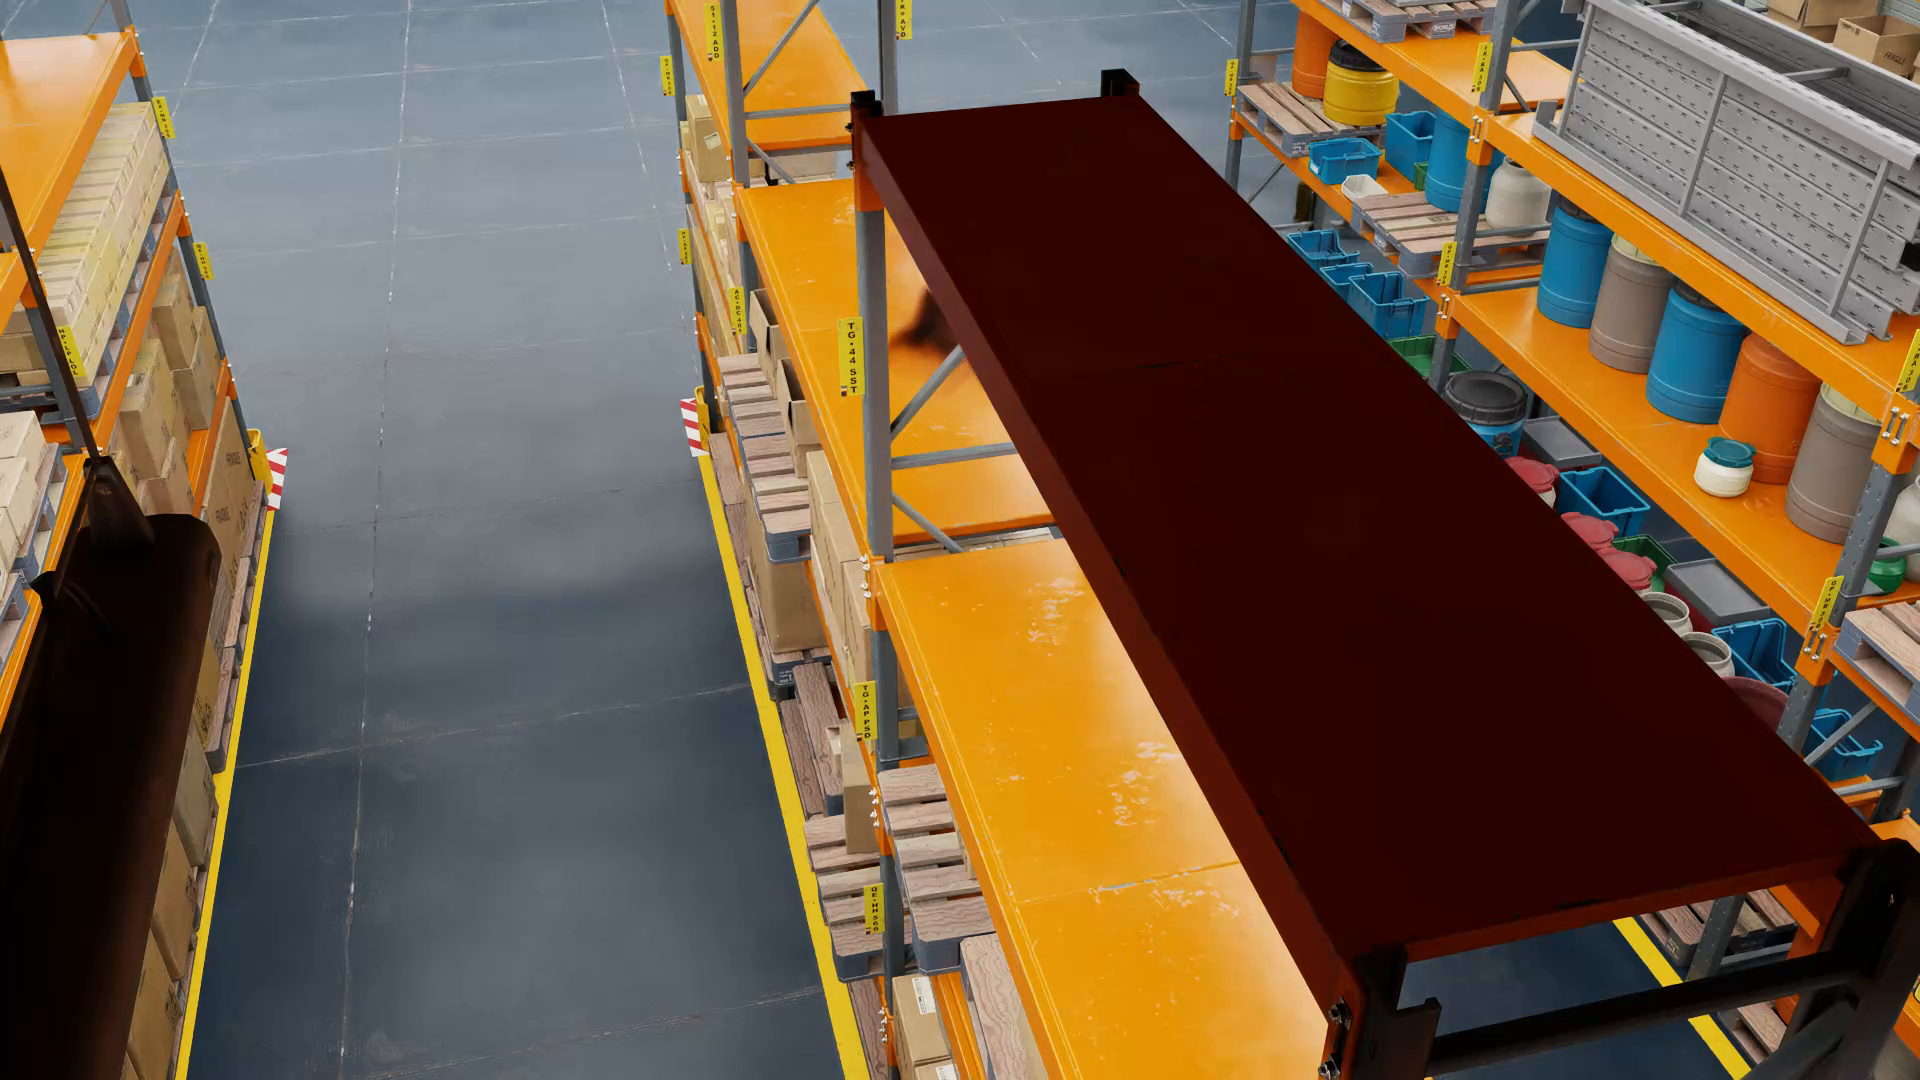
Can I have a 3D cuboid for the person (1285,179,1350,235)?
[{"bbox_3d":[4.202,-4.253,18.771,0.874,1.823,0.726,9,35,12],"label":"person"}]
